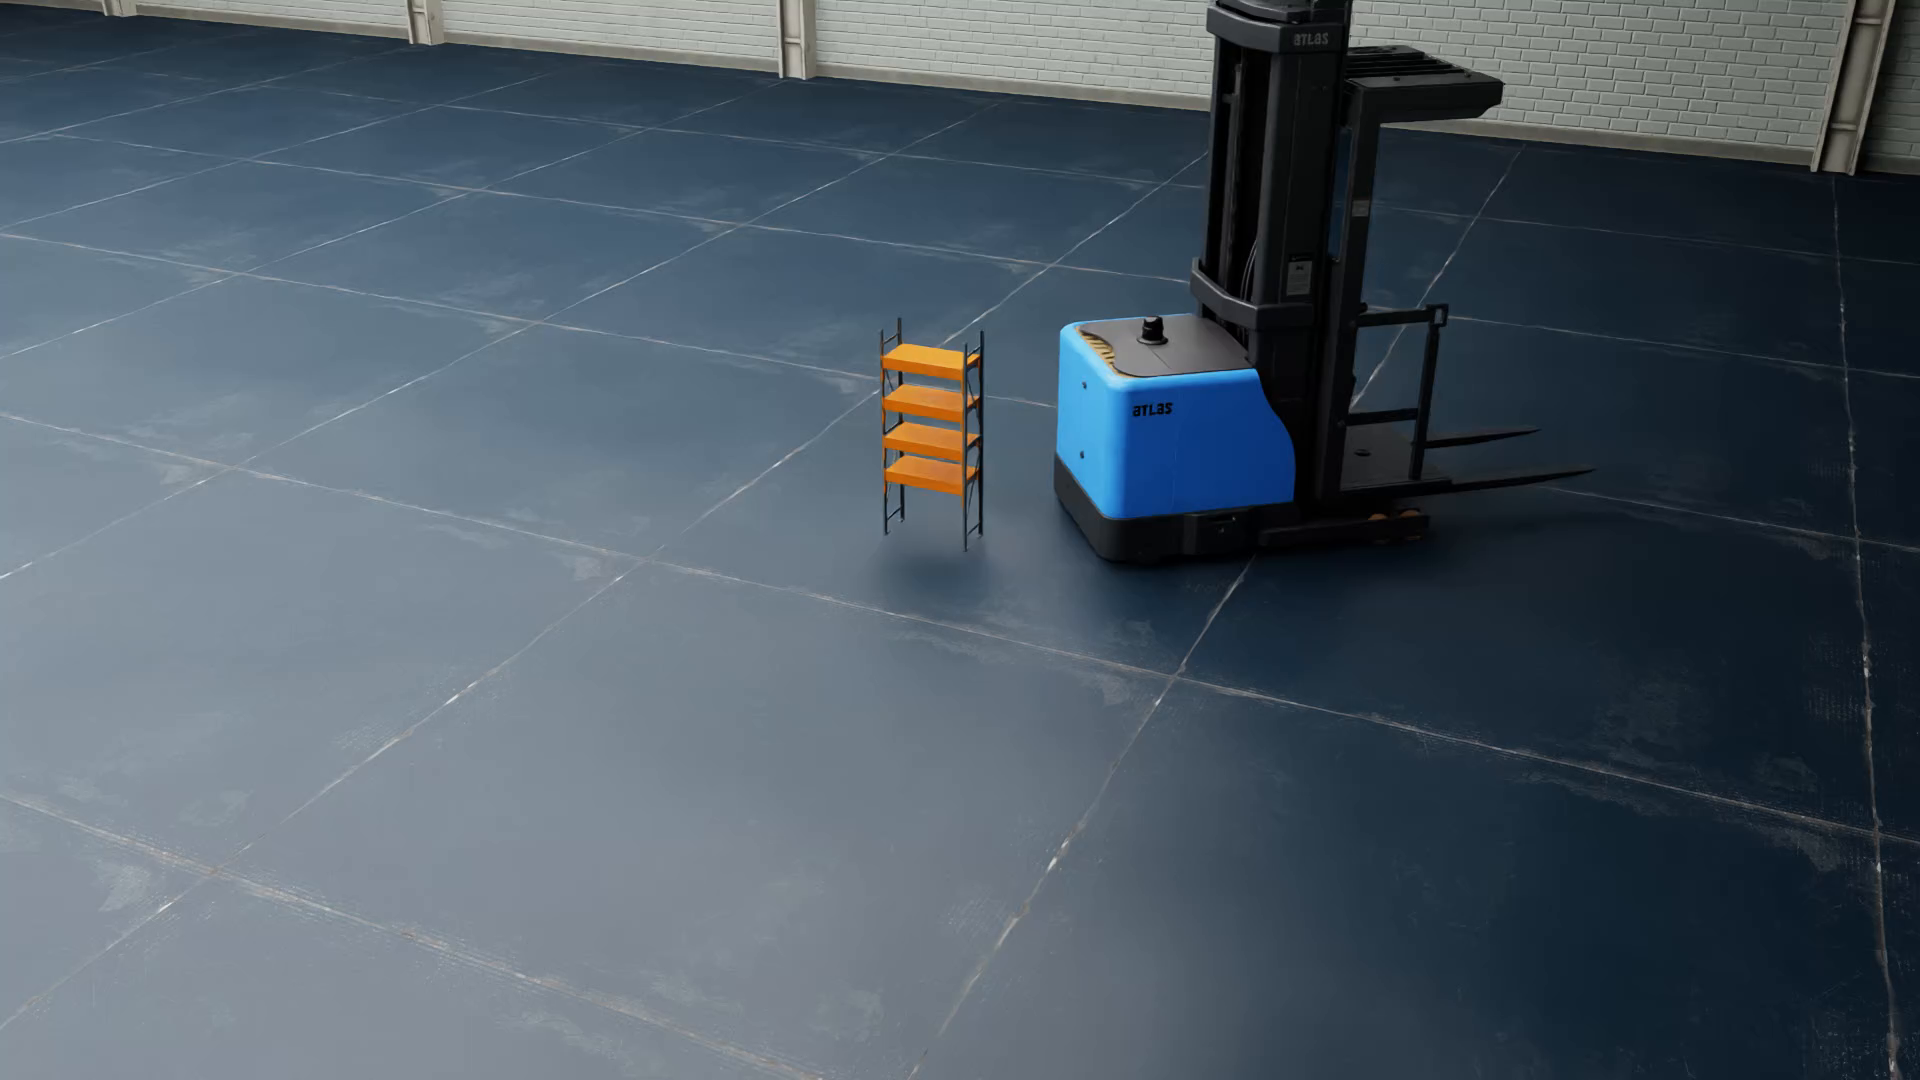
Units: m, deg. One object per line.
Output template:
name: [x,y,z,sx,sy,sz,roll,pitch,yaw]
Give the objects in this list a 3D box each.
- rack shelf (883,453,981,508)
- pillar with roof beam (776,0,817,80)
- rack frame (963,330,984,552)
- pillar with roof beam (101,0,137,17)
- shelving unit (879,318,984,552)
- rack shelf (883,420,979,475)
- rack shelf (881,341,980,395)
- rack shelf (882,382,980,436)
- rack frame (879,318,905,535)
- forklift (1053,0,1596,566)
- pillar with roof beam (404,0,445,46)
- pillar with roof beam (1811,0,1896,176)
rack shelf: [-0.151,-0.330,9.164,0.480,0.148,0.258,11,28,22]
pillar with roof beam: [-3.855,-8.252,15.823,0.400,9.000,9.100,11,28,22]
rack frame: [0.071,-0.524,8.956,0.015,1.200,0.240,11,28,22]
pillar with roof beam: [-14.778,-10.446,20.279,0.400,9.000,9.100,11,28,22]
shelving unit: [-0.151,-0.569,9.046,0.503,1.200,0.258,11,28,22]
rack shelf: [-0.151,-0.508,9.076,0.480,0.148,0.258,11,28,22]
rack shelf: [-0.151,-0.921,8.873,0.480,0.148,0.258,11,28,22]
rack shelf: [-0.151,-0.709,8.977,0.480,0.148,0.258,11,28,22]
rack frame: [-0.373,-0.613,9.137,0.015,1.200,0.240,11,28,22]
forklift: [2.118,-1.512,9.002,3.031,2.935,1.130,-6,27,-12]
pillar with roof beam: [-9.316,-9.349,18.051,0.400,9.000,9.100,11,28,22]
pillar with roof beam: [7.069,-6.058,11.366,0.400,9.000,9.100,11,28,22]
